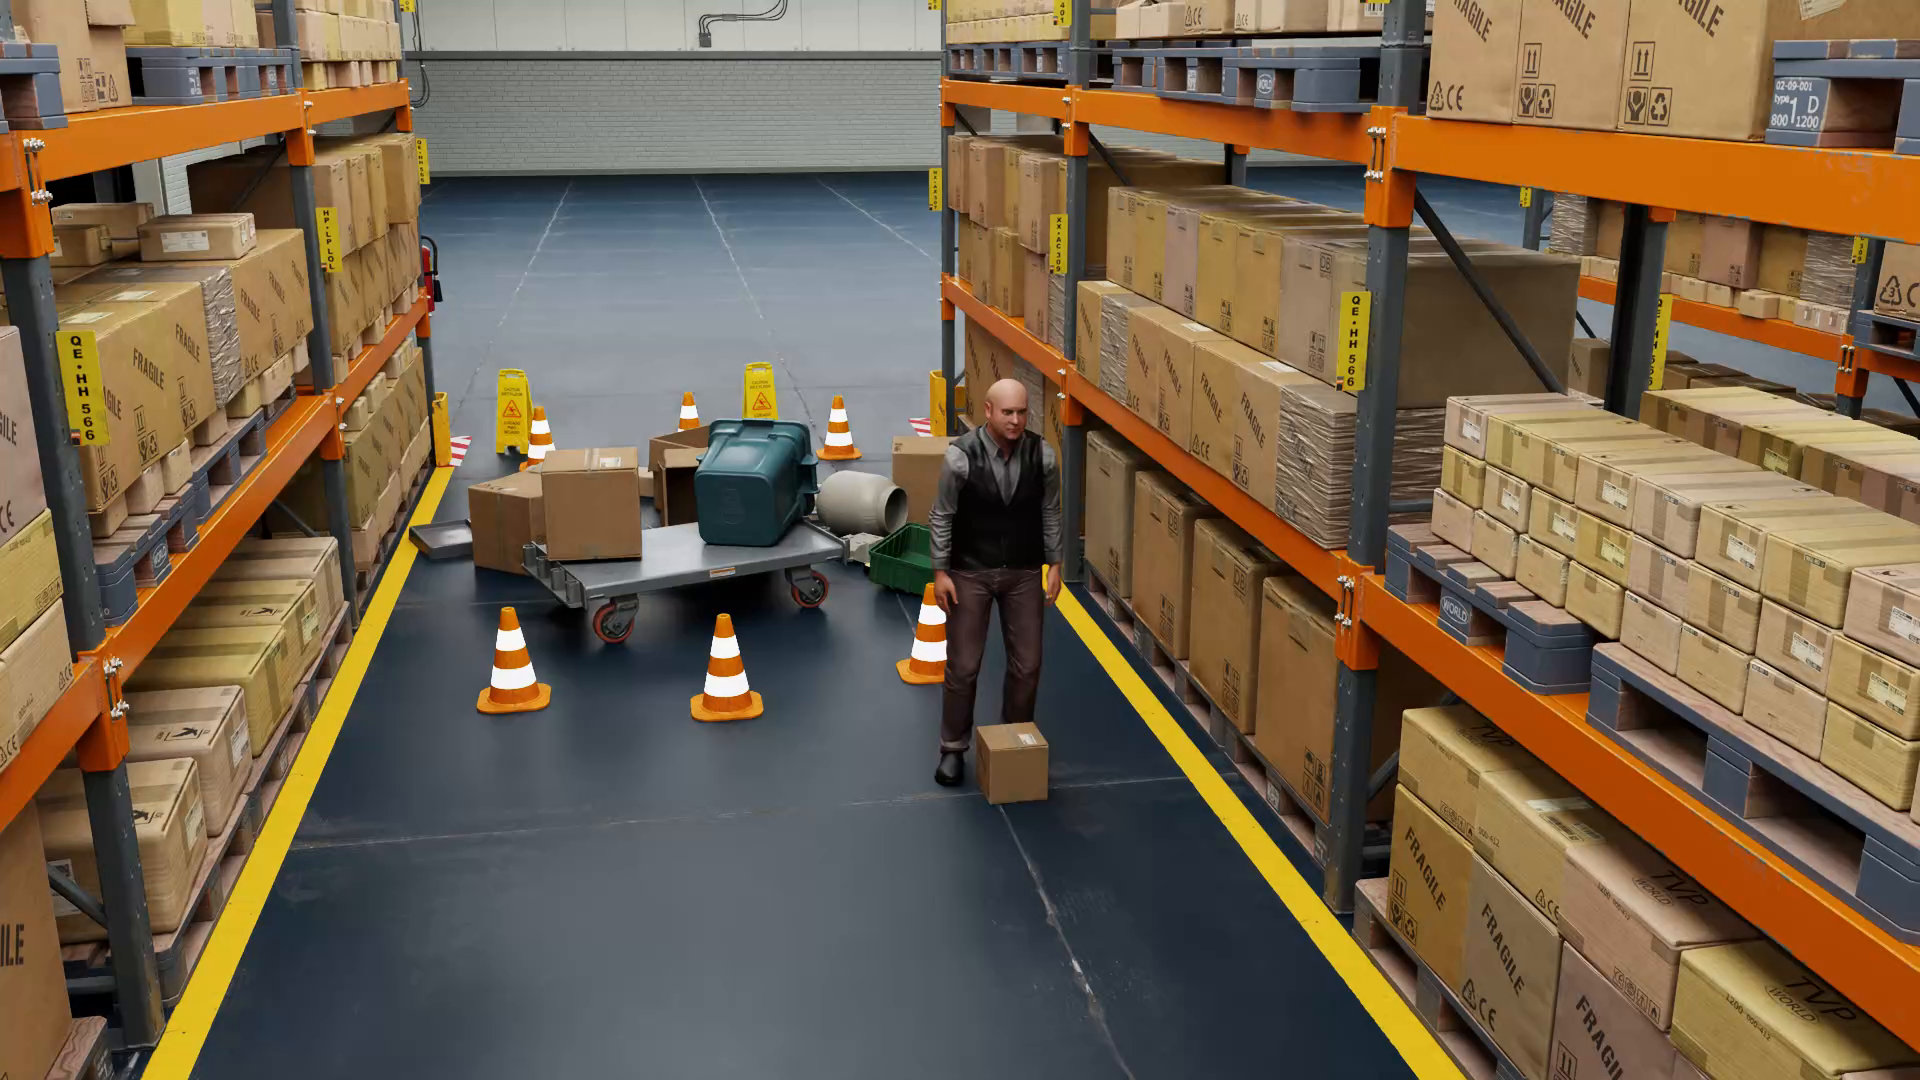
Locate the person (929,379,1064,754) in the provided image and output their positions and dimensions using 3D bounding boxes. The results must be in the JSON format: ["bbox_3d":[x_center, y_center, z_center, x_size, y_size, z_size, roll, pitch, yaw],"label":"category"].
[{"bbox_3d":[0.153,0.125,7.048,0.583,1.663,0.412,-4,17,-14],"label":"person"}]
